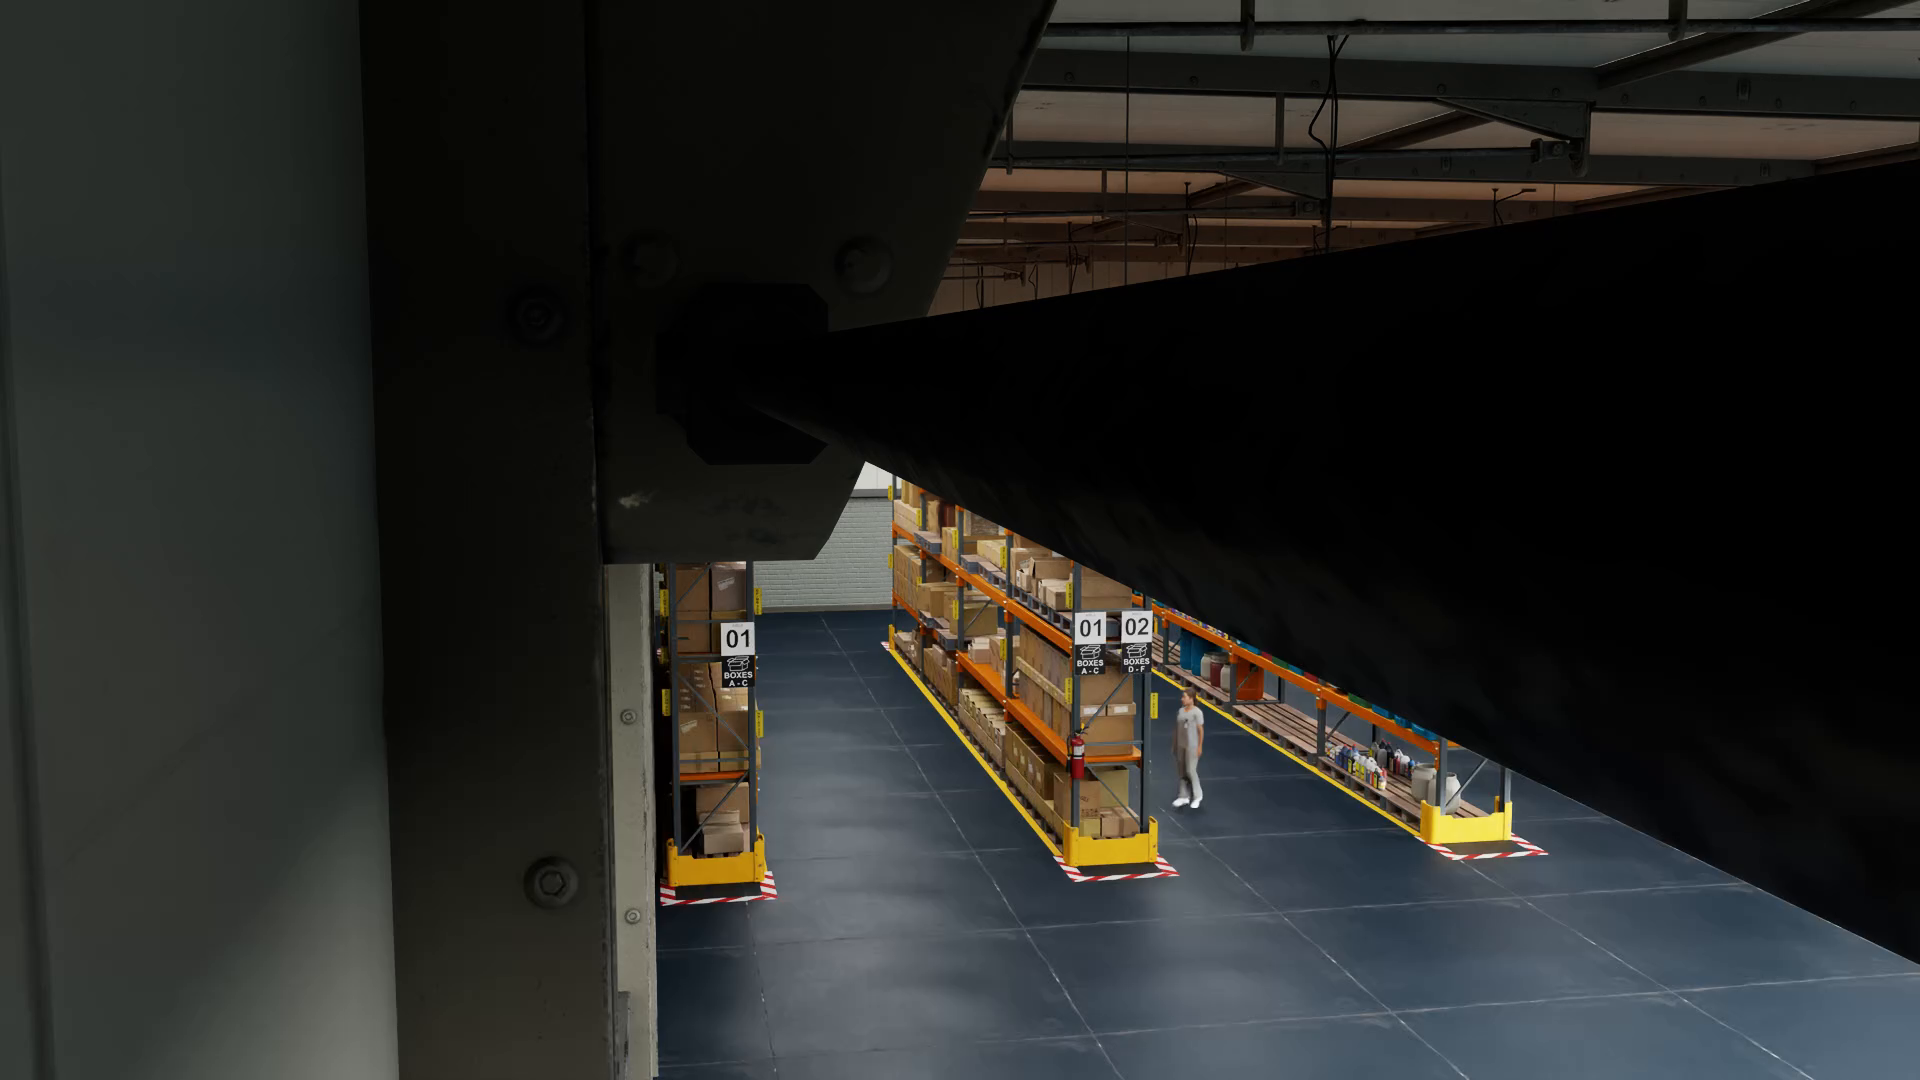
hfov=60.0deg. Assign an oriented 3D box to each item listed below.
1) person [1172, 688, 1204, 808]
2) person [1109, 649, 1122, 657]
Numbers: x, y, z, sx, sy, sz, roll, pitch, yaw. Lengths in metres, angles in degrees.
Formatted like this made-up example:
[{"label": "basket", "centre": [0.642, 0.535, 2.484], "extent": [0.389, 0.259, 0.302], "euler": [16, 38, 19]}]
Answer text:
[{"label": "person", "centre": [3.230, 2.945, 23.641], "extent": [0.386, 1.685, 0.477], "euler": [-5, 8, -41]}, {"label": "person", "centre": [2.940, 1.991, 31.544], "extent": [0.710, 1.769, 0.590], "euler": [2, 7, 21]}]
